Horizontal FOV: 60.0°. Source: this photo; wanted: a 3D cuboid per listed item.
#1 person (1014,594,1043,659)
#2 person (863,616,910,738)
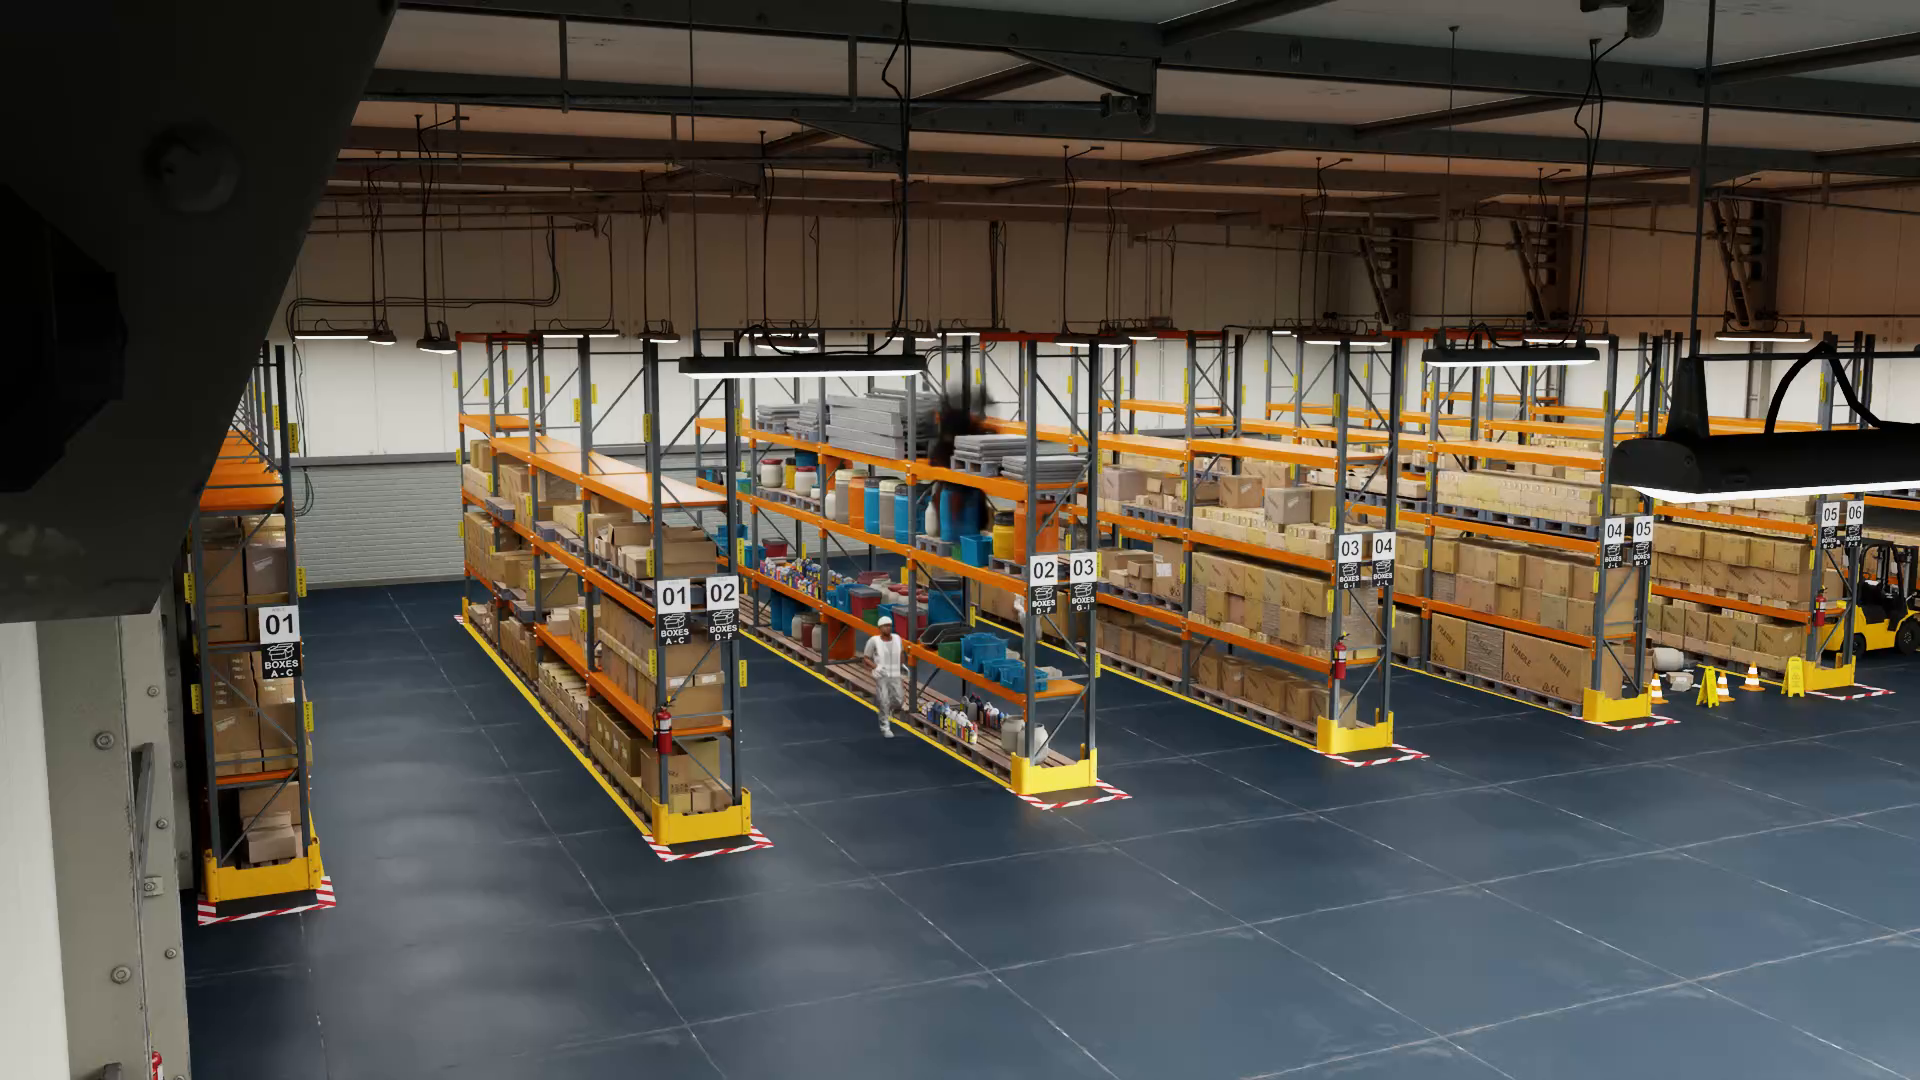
[{"bbox_3d":[1.299,1.413,30.427,0.589,1.648,0.528,-3,8,-24],"label":"person"},{"bbox_3d":[-1.056,1.963,23.936,0.685,1.748,0.599,-4,9,-27],"label":"person"}]
